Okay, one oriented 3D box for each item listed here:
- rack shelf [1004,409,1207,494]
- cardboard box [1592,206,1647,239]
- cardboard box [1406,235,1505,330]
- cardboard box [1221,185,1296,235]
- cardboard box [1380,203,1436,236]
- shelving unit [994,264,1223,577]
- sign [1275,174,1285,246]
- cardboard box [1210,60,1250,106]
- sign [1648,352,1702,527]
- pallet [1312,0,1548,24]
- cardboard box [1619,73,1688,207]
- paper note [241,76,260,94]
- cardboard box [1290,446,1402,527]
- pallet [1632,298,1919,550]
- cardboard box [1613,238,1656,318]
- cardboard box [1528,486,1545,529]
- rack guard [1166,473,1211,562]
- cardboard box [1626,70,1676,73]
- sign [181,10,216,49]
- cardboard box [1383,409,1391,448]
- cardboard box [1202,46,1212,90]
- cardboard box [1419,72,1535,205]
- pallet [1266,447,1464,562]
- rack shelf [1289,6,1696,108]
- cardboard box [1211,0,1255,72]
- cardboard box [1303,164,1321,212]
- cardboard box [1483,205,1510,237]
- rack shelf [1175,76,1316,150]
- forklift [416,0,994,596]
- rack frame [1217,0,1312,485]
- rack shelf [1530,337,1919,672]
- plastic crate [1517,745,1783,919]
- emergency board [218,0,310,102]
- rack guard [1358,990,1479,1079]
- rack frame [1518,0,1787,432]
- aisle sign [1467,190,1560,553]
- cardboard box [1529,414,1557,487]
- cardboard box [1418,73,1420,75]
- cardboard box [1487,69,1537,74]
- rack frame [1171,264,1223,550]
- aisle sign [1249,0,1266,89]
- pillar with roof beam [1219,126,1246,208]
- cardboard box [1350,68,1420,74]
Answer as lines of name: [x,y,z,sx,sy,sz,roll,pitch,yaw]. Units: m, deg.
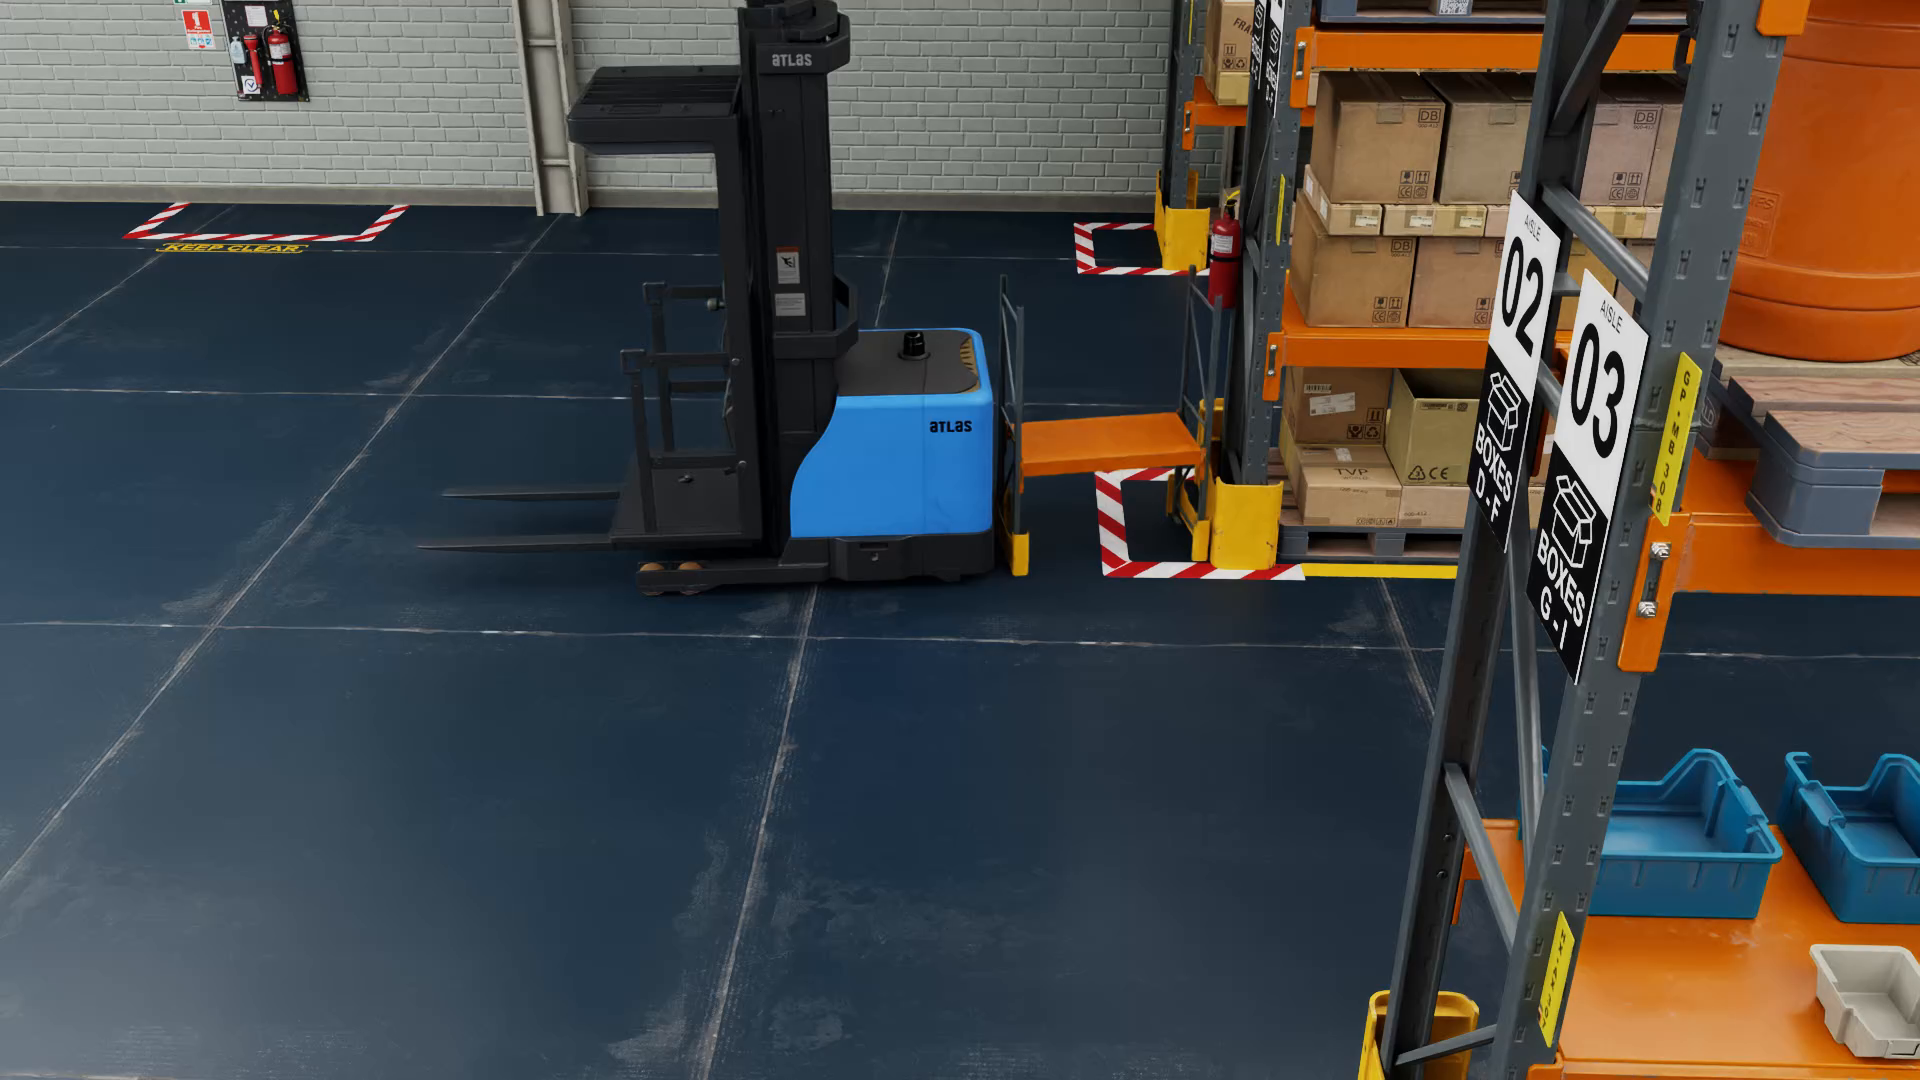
rack shelf: [0.763,-0.482,8.937,1.000,0.185,0.538,-4,29,-8]
cardboard box: [3.247,-1.642,8.345,0.250,0.149,0.380,1,28,1]
cardboard box: [2.567,-1.462,8.699,0.500,0.500,0.700,2,28,3]
cardboard box: [2.435,-2.710,13.561,0.500,0.311,0.500,-2,28,-4]
cardboard box: [2.224,-1.659,8.377,0.250,0.149,0.380,0,28,0]
shelving unit: [0.772,-0.641,8.852,1.083,1.500,0.587,-4,29,-8]
sign: [1.550,-1.596,8.050,0.005,0.325,0.100,1,28,2]
cardboard box: [2.223,-3.543,12.870,0.500,0.250,0.500,0,28,0]
sign: [1.373,-0.192,3.197,0.005,0.325,0.100,1,28,2]
pallet: [2.281,-2.701,8.034,1.213,0.211,1.003,1,28,2]
cardboard box: [3.625,-2.019,8.364,0.500,0.500,0.700,1,28,2]
paper note: [-6.162,-3.954,14.448,0.142,0.148,0.016,1,28,2]
cardboard box: [2.104,-0.296,9.093,0.500,0.250,0.500,1,28,2]
pallet: [2.220,-0.302,3.617,1.213,0.211,1.003,1,28,2]
cardboard box: [3.589,-1.445,8.666,0.500,0.500,0.700,2,28,3]
cardboard box: [3.103,-0.281,9.065,0.500,0.250,0.500,1,28,2]
rack guard: [1.262,-0.130,9.221,0.087,0.250,0.587,-4,29,-8]
cardboard box: [5.261,-3.828,12.607,0.500,0.500,0.500,1,28,2]
sign: [-6.537,-4.382,14.275,0.234,0.329,0.001,1,28,2]
cardboard box: [2.622,-0.536,9.546,0.500,0.250,0.500,1,28,2]
cardboard box: [2.221,-3.783,13.322,0.500,0.250,0.500,1,28,3]
cardboard box: [2.620,-2.035,8.394,0.500,0.500,0.700,0,28,0]
pallet: [2.341,-0.213,9.427,1.213,0.211,1.003,1,28,2]
rack shelf: [3.574,-2.413,8.164,4.000,0.370,1.077,1,28,2]
cardboard box: [2.213,-3.882,12.710,0.500,0.500,0.500,1,28,2]
cardboard box: [1.964,-1.852,8.742,0.250,0.149,0.380,0,28,1]
cardboard box: [2.725,-1.649,8.358,0.250,0.149,0.380,1,28,1]
rack shelf: [3.745,-3.406,13.241,4.000,0.370,1.077,1,28,2]
forklift: [-1.356,-1.259,8.496,3.031,2.935,1.130,-2,28,-3]
rack frame: [1.575,-1.438,8.761,0.127,3.000,1.000,1,28,2]
rack shelf: [3.396,-0.094,3.791,4.000,0.370,1.077,1,28,2]
plastic crate: [1.908,0.814,4.671,0.616,0.251,0.499,1,28,2]
emergency board: [-5.988,-4.308,14.175,0.643,1.169,0.194,1,28,2]
rack guard: [1.475,1.964,5.012,0.348,0.500,1.175,1,28,2]
rack frame: [1.397,-1.771,2.982,0.127,3.000,1.000,1,28,2]
aisle sign: [1.335,-0.409,4.043,0.004,0.787,0.394,1,28,2]
cardboard box: [3.103,-0.618,8.900,0.500,0.500,0.500,1,28,2]
cardboard box: [3.251,-3.530,12.845,0.500,0.250,0.500,1,28,1]
cardboard box: [4.259,-3.847,12.642,0.500,0.500,0.500,0,28,0]
rack frame: [1.264,-0.679,8.924,0.032,1.500,0.500,-4,29,-8]
aisle sign: [1.520,-2.726,8.413,0.004,0.787,0.394,1,28,2]
pillar with roof beam: [2.325,-4.786,8.671,0.400,9.000,9.100,1,28,2]
cardboard box: [3.223,-3.858,12.664,0.500,0.500,0.500,0,28,0]
